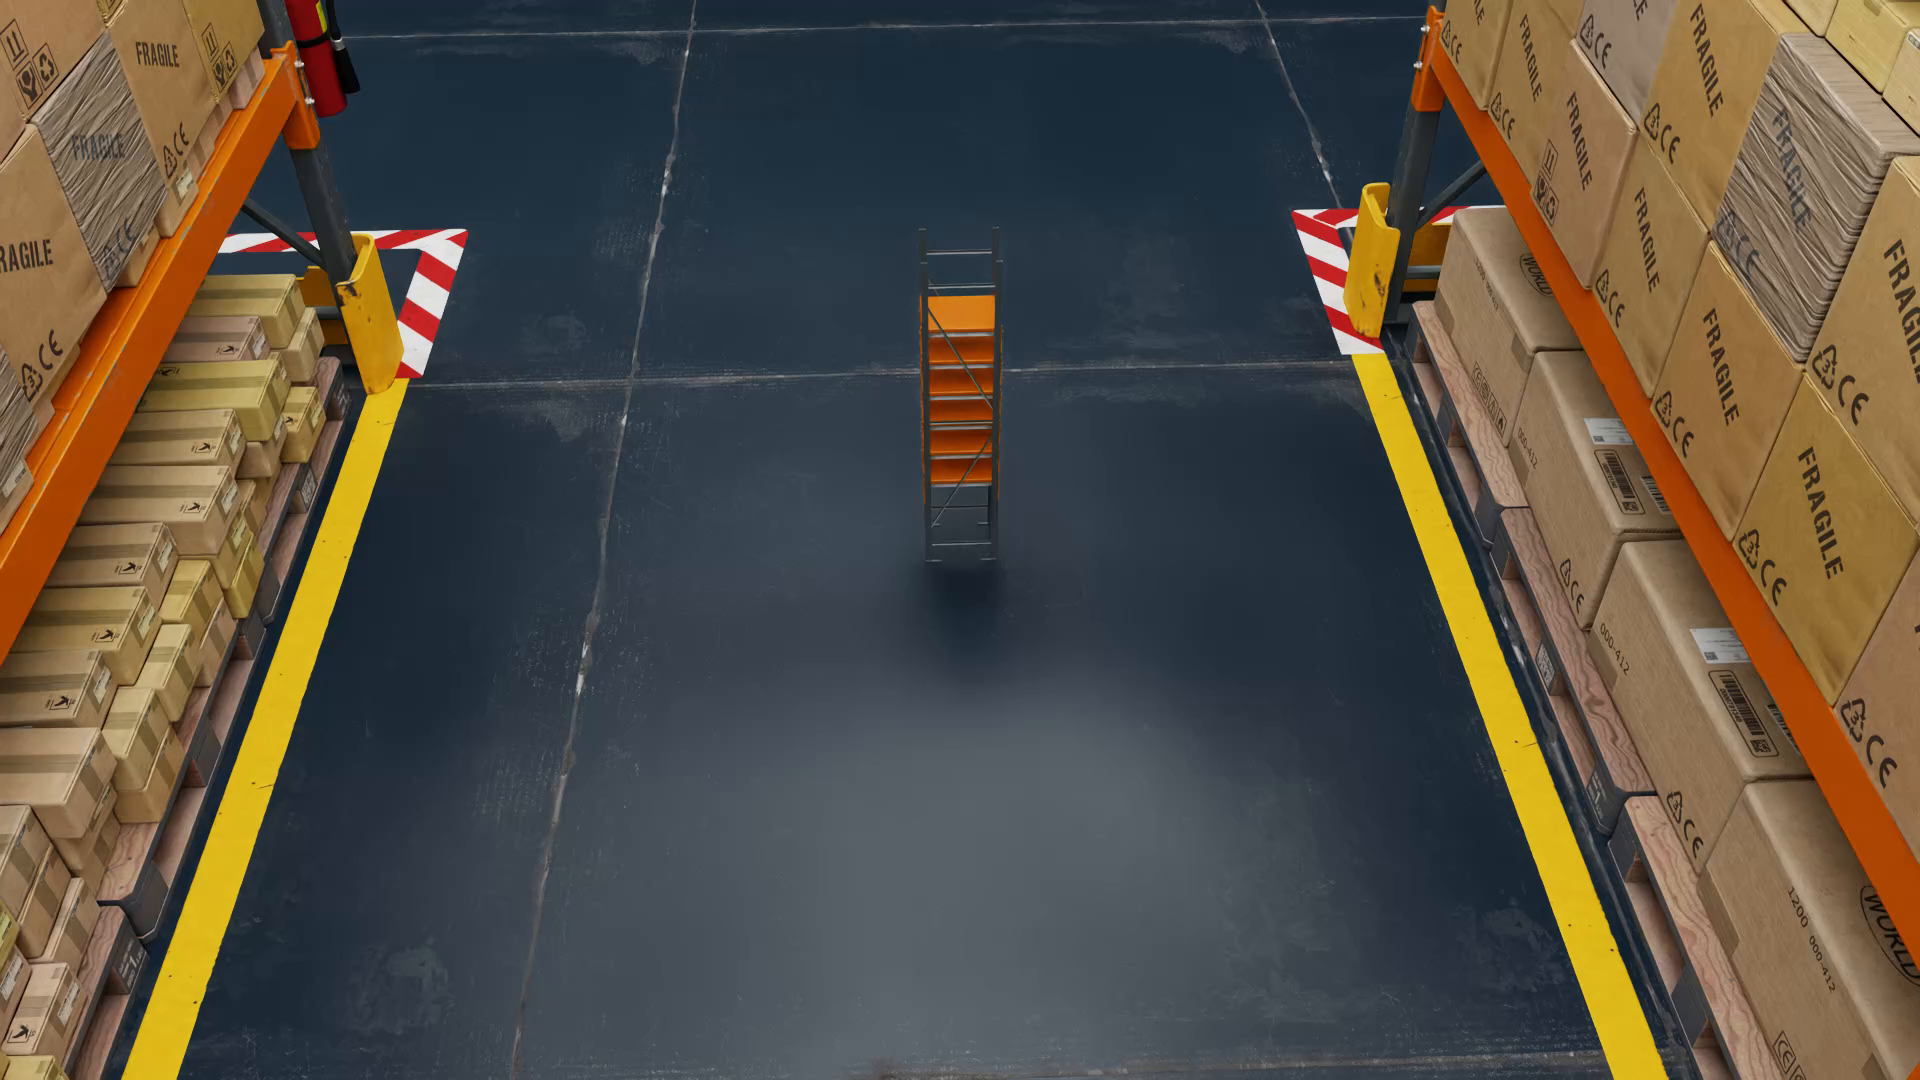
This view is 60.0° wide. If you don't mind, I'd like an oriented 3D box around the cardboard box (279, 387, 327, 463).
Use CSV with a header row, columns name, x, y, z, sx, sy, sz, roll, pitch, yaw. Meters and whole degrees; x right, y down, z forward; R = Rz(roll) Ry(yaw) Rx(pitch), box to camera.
name,x,y,z,sx,sy,sz,roll,pitch,yaw
cardboard box,-2.435,-0.399,5.764,0.380,0.149,0.250,0,43,0

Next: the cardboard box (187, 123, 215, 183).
name,x,y,z,sx,sy,sz,roll,pitch,yaw
cardboard box,-2.483,-1.173,4.995,0.380,0.149,0.250,-2,43,-2

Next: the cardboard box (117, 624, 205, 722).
name,x,y,z,sx,sy,sz,roll,pitch,yaw
cardboard box,-2.380,0.378,4.696,0.380,0.149,0.250,-1,43,-1

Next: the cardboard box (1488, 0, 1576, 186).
name,x,y,z,sx,sy,sz,roll,pitch,yaw
cardboard box,1.946,-1.389,4.972,0.500,0.500,0.500,-2,43,-2

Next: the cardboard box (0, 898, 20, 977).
name,x,y,z,sx,sy,sz,roll,pitch,yaw
cardboard box,-2.428,0.967,3.834,0.380,0.149,0.250,-2,43,-2

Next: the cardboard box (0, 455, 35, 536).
name,x,y,z,sx,sy,sz,roll,pitch,yaw
cardboard box,-2.398,-0.110,3.836,0.380,0.149,0.250,0,43,0

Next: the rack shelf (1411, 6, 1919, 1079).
name,x,y,z,sx,sy,sz,roll,pitch,yaw
rack shelf,2.248,-0.410,4.510,1.077,0.370,4.000,-2,43,-2

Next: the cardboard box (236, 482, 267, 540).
name,x,y,z,sx,sy,sz,roll,pitch,yaw
cardboard box,-2.486,-0.052,5.385,0.380,0.149,0.250,-1,43,-1

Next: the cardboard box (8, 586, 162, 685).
name,x,y,z,sx,sy,sz,roll,pitch,yaw
cardboard box,-2.457,0.268,4.597,0.380,0.149,0.250,-1,43,-2

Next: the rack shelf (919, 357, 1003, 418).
name,x,y,z,sx,sy,sz,roll,pitch,yaw
rack shelf,0.001,-0.488,5.283,0.258,0.103,0.180,-2,43,-2

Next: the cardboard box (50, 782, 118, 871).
name,x,y,z,sx,sy,sz,roll,pitch,yaw
cardboard box,-2.447,0.718,4.326,0.380,0.149,0.250,0,43,0

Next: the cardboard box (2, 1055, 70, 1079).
name,x,y,z,sx,sy,sz,roll,pitch,yaw
cardboard box,-2.314,1.347,3.860,0.380,0.149,0.250,0,43,-1

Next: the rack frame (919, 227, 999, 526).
name,x,y,z,sx,sy,sz,roll,pitch,yaw
rack frame,-0.003,-0.494,5.401,0.240,1.200,0.006,-2,43,-2

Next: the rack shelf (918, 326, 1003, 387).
name,x,y,z,sx,sy,sz,roll,pitch,yaw
rack shelf,0.001,-0.577,5.202,0.258,0.103,0.180,-2,43,-2

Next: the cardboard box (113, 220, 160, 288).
name,x,y,z,sx,sy,sz,roll,pitch,yaw
cardboard box,-2.467,-0.822,4.613,0.380,0.149,0.250,-3,43,-4

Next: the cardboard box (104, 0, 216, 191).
name,x,y,z,sx,sy,sz,roll,pitch,yaw
cardboard box,-2.485,-1.318,4.674,0.500,0.500,0.500,-2,43,-2

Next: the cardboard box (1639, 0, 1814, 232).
name,x,y,z,sx,sy,sz,roll,pitch,yaw
cardboard box,1.980,-1.066,3.879,0.500,0.500,0.500,-1,43,-2

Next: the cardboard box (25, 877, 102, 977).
name,x,y,z,sx,sy,sz,roll,pitch,yaw
cardboard box,-2.437,1.011,4.227,0.380,0.149,0.250,-2,43,-3

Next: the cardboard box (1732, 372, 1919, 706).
name,x,y,z,sx,sy,sz,roll,pitch,yaw
cardboard box,2.031,-0.015,3.472,0.500,0.500,0.500,-3,43,-3

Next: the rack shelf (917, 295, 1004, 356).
name,x,y,z,sx,sy,sz,roll,pitch,yaw
rack shelf,0.001,-0.665,5.121,0.258,0.103,0.180,-2,43,-2

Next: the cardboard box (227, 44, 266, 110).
name,x,y,z,sx,sy,sz,roll,pitch,yaw
cardboard box,-2.482,-1.510,5.364,0.380,0.149,0.250,-2,43,-2

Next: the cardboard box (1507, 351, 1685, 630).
name,x,y,z,sx,sy,sz,roll,pitch,yaw
cardboard box,2.339,-0.175,5.307,0.875,0.438,0.875,-1,43,-1

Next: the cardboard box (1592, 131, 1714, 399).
name,x,y,z,sx,sy,sz,roll,pitch,yaw
cardboard box,1.988,-0.708,4.228,0.500,0.500,0.500,0,43,0

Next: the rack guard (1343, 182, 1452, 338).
name,x,y,z,sx,sy,sz,roll,pitch,yaw
rack guard,2.162,-1.120,6.602,1.175,0.500,0.348,-2,43,-2

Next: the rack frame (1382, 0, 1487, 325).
name,x,y,z,sx,sy,sz,roll,pitch,yaw
rack frame,2.163,-2.025,5.740,1.000,3.000,0.127,-2,43,-2

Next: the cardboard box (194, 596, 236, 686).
name,x,y,z,sx,sy,sz,roll,pitch,yaw
cardboard box,-2.421,0.304,4.998,0.380,0.149,0.250,-1,43,-1

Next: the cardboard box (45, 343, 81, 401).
name,x,y,z,sx,sy,sz,roll,pitch,yaw
cardboard box,-2.487,-0.460,4.217,0.380,0.149,0.250,-1,43,-1

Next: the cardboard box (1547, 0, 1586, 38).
name,x,y,z,sx,sy,sz,roll,pitch,yaw
cardboard box,1.928,-1.750,4.625,0.500,0.500,0.500,-3,43,-3

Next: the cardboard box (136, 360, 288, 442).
name,x,y,z,sx,sy,sz,roll,pitch,yaw
cardboard box,-2.411,-0.446,5.375,0.380,0.149,0.250,-3,43,-3

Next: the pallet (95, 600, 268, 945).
name,x,y,z,sx,sy,sz,roll,pitch,yaw
pallet,-2.727,0.635,4.901,1.003,0.211,1.213,-2,43,-2

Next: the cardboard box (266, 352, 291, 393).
name,x,y,z,sx,sy,sz,roll,pitch,yaw
cardboard box,-2.513,-0.502,5.657,0.380,0.149,0.250,-3,43,-3

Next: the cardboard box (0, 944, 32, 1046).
name,x,y,z,sx,sy,sz,roll,pitch,yaw
cardboard box,-2.451,1.086,3.924,0.380,0.149,0.250,-2,43,-2

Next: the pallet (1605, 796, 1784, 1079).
name,x,y,z,sx,sy,sz,roll,pitch,yaw
pallet,2.379,1.187,4.298,1.003,0.211,1.213,-2,43,-2

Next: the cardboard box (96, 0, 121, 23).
name,x,y,z,sx,sy,sz,roll,pitch,yaw
cardboard box,-2.489,-1.686,4.336,0.500,0.500,0.500,-3,43,-3

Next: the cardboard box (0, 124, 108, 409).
name,x,y,z,sx,sy,sz,roll,pitch,yaw
cardboard box,-2.443,-0.639,3.933,0.500,0.500,0.500,0,43,0

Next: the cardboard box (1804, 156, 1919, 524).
name,x,y,z,sx,sy,sz,roll,pitch,yaw
cardboard box,2.024,-0.384,3.135,0.500,0.500,0.500,-2,43,-2

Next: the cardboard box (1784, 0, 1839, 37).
name,x,y,z,sx,sy,sz,roll,pitch,yaw
cardboard box,1.986,-1.199,3.544,0.380,0.149,0.250,-2,43,-2

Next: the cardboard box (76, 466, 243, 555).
name,x,y,z,sx,sy,sz,roll,pitch,yaw
cardboard box,-2.396,-0.089,4.986,0.380,0.149,0.250,0,43,0

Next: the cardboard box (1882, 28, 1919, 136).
name,x,y,z,sx,sy,sz,roll,pitch,yaw
cardboard box,2.023,-0.856,3.170,0.380,0.149,0.250,-2,43,-2

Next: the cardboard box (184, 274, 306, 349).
name,x,y,z,sx,sy,sz,roll,pitch,yaw
cardboard box,-2.502,-0.788,5.749,0.380,0.149,0.250,-1,43,-1

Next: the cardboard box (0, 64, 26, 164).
name,x,y,z,sx,sy,sz,roll,pitch,yaw
cardboard box,-2.432,-0.978,3.563,0.500,0.500,0.500,-3,43,-3

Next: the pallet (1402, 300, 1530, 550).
name,x,y,z,sx,sy,sz,roll,pitch,yaw
pallet,2.275,-0.460,6.095,1.003,0.211,1.213,-2,43,-2

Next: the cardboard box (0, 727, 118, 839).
name,x,y,z,sx,sy,sz,roll,pitch,yaw
cardboard box,-2.391,0.617,4.216,0.380,0.149,0.250,-1,43,-1

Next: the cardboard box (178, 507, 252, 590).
name,x,y,z,sx,sy,sz,roll,pitch,yaw
cardboard box,-2.412,0.020,5.088,0.380,0.149,0.250,-1,43,-1

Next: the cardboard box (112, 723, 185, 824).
name,x,y,z,sx,sy,sz,roll,pitch,yaw
cardboard box,-2.398,0.652,4.618,0.380,0.149,0.250,-3,43,-3

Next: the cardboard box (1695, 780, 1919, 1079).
name,x,y,z,sx,sy,sz,roll,pitch,yaw
cardboard box,2.414,1.038,3.983,0.875,0.438,0.875,-2,43,-2

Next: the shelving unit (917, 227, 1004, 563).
name,x,y,z,sx,sy,sz,roll,pitch,yaw
shelving unit,0.001,-0.433,5.334,0.258,1.200,0.189,-2,43,-2
